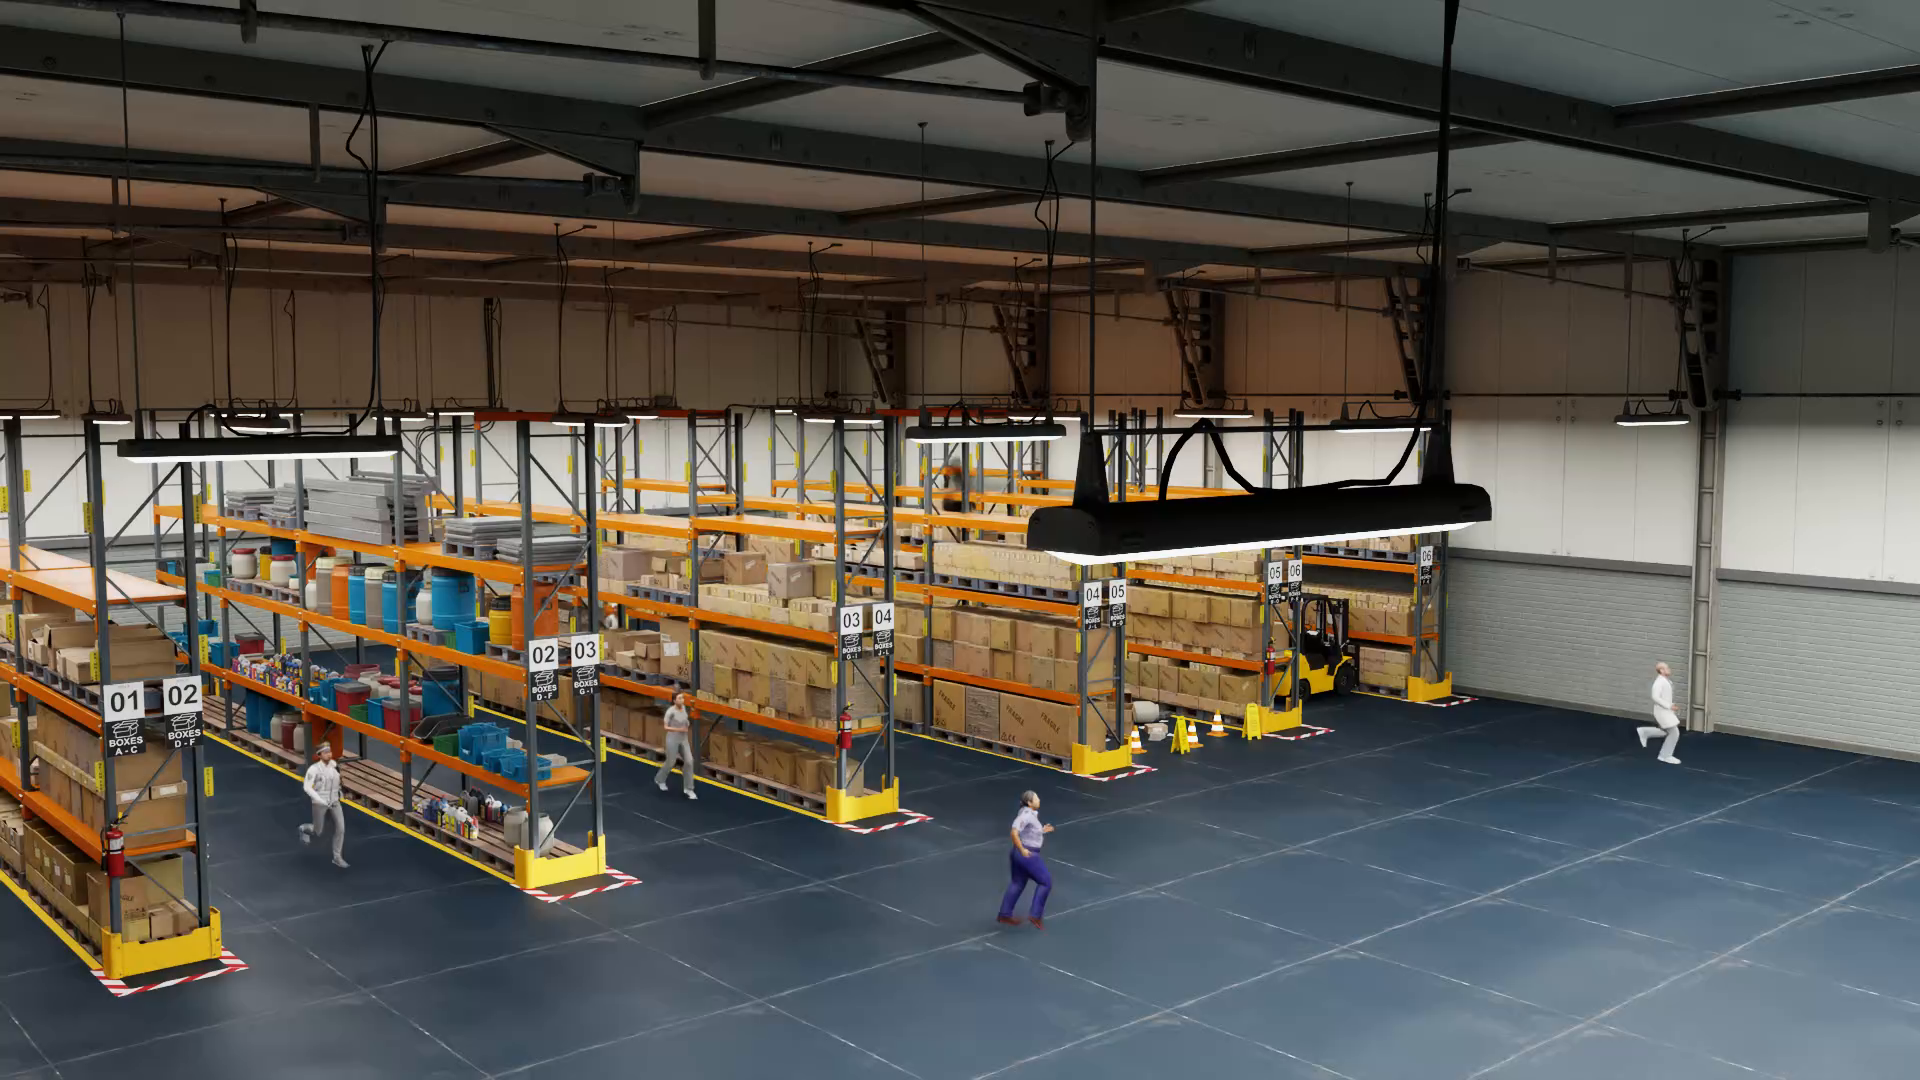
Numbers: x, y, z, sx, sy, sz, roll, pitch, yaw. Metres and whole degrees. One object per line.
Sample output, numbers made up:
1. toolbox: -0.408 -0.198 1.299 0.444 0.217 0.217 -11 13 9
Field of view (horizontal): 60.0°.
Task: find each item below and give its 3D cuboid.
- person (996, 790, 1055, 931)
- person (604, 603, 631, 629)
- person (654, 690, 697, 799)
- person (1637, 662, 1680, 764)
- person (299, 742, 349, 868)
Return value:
1. person: 0.785 3.804 19.721 0.729 1.710 0.572 -1 5 -14
2. person: -7.559 2.238 36.825 0.685 1.743 0.667 -3 6 -34
3. person: -4.491 3.197 26.207 0.900 1.694 0.528 5 7 43
4. person: 12.075 2.965 28.697 0.716 1.724 0.730 2 6 26
5. person: -8.599 3.551 22.479 0.944 1.686 0.602 4 6 38
